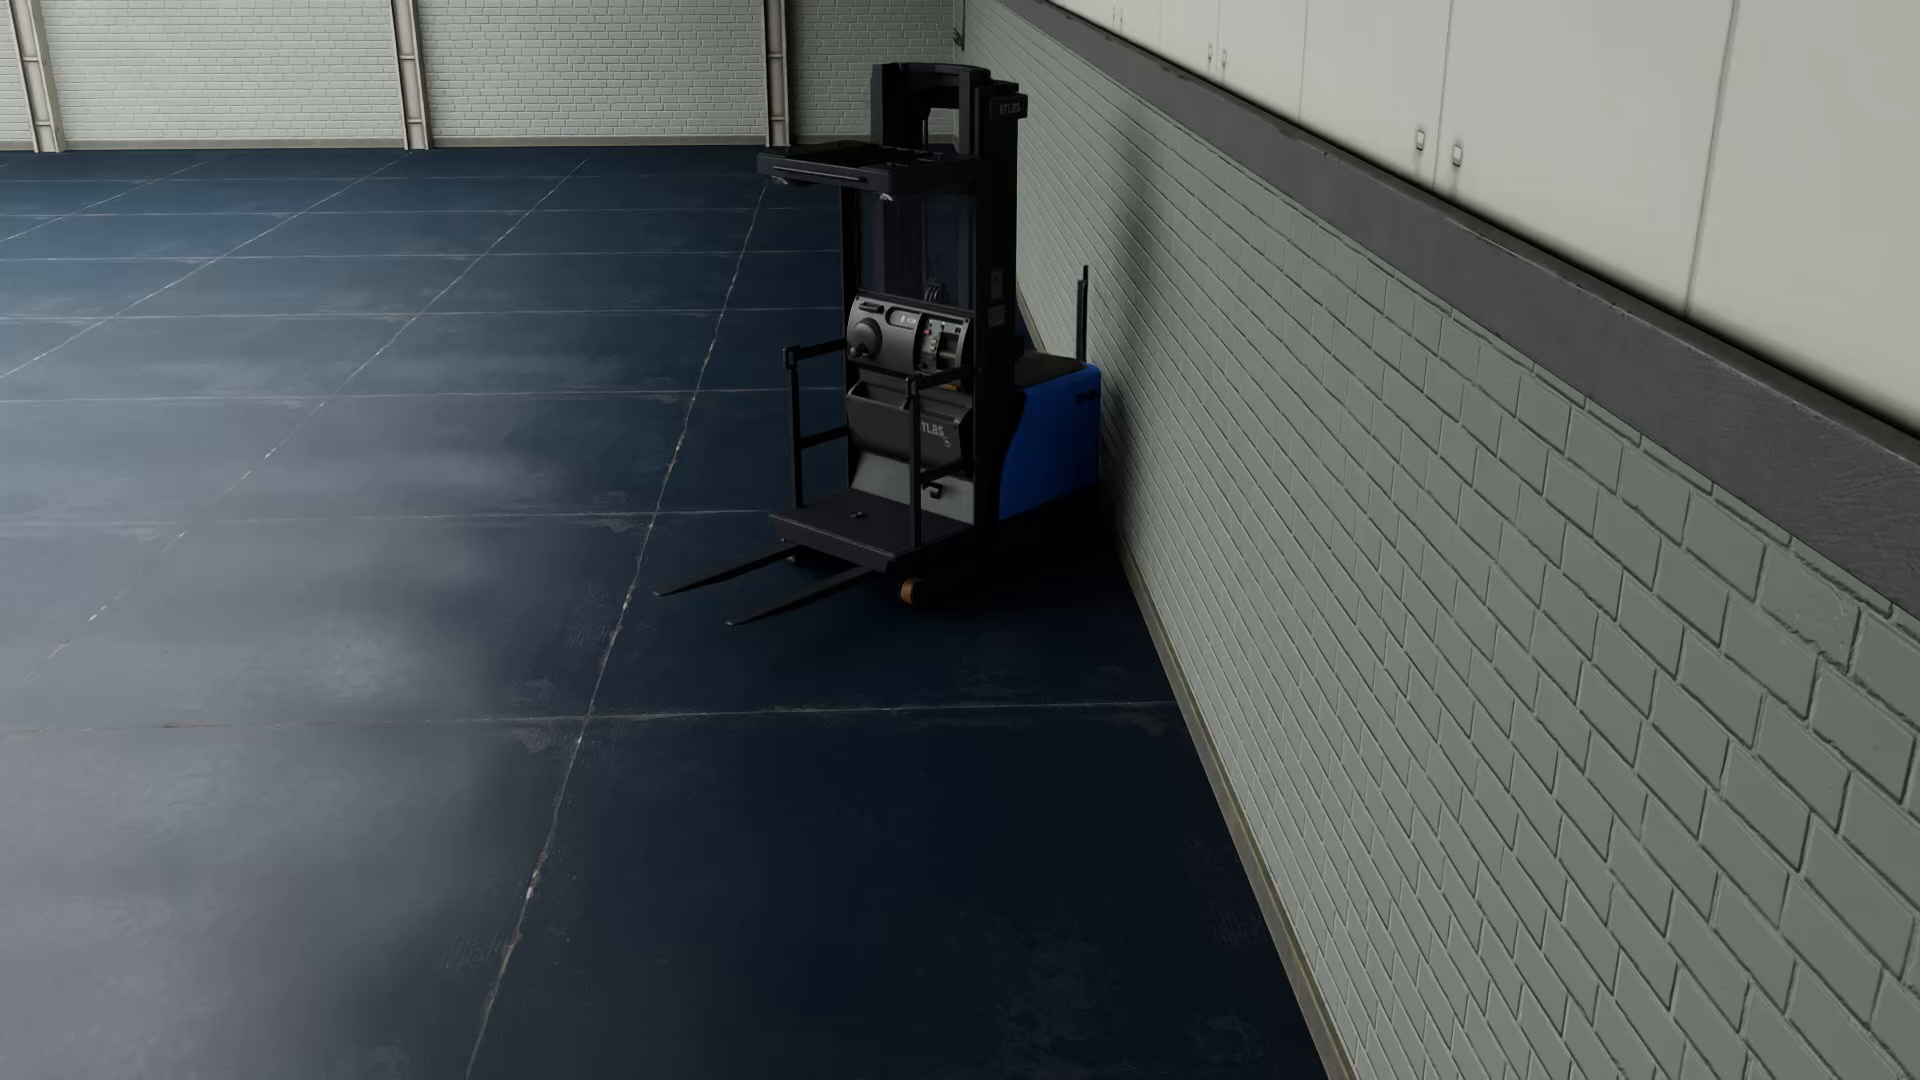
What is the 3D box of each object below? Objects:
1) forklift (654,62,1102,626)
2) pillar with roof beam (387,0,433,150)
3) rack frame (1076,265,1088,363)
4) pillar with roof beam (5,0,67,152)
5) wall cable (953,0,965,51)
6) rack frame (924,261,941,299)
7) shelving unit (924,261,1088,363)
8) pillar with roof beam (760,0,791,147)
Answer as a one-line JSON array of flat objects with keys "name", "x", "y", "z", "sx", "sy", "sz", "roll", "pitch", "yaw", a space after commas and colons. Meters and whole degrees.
[{"name": "forklift", "x": -0.446, "y": -1.192, "z": 9.633, "sx": 1.130, "sy": 2.935, "sz": 3.031, "roll": 18, "pitch": 27, "yaw": 38}, {"name": "pillar with roof beam", "x": -8.823, "y": -9.244, "z": 22.253, "sx": 0.400, "sy": 9.000, "sz": 9.100, "roll": -1, "pitch": 21, "yaw": -3}, {"name": "rack frame", "x": 0.822, "y": -1.083, "z": 11.357, "sx": 0.032, "sy": 1.500, "sz": 0.500, "roll": 3, "pitch": 21, "yaw": 8}, {"name": "pillar with roof beam", "x": -14.813, "y": -9.122, "z": 21.933, "sx": 0.400, "sy": 9.000, "sz": 9.100, "roll": -1, "pitch": 21, "yaw": -3}, {"name": "wall cable", "x": -0.062, "y": -9.034, "z": 26.066, "sx": 0.112, "sy": 2.526, "sz": 3.097, "roll": -1, "pitch": 21, "yaw": -3}, {"name": "rack frame", "x": -0.183, "y": -1.138, "z": 11.502, "sx": 0.032, "sy": 1.500, "sz": 0.500, "roll": 3, "pitch": 21, "yaw": 8}, {"name": "shelving unit", "x": 0.319, "y": -1.110, "z": 11.429, "sx": 1.048, "sy": 1.500, "sz": 0.538, "roll": 3, "pitch": 21, "yaw": 8}, {"name": "pillar with roof beam", "x": -2.832, "y": -9.366, "z": 22.573, "sx": 0.400, "sy": 9.000, "sz": 9.100, "roll": -1, "pitch": 21, "yaw": -3}]
